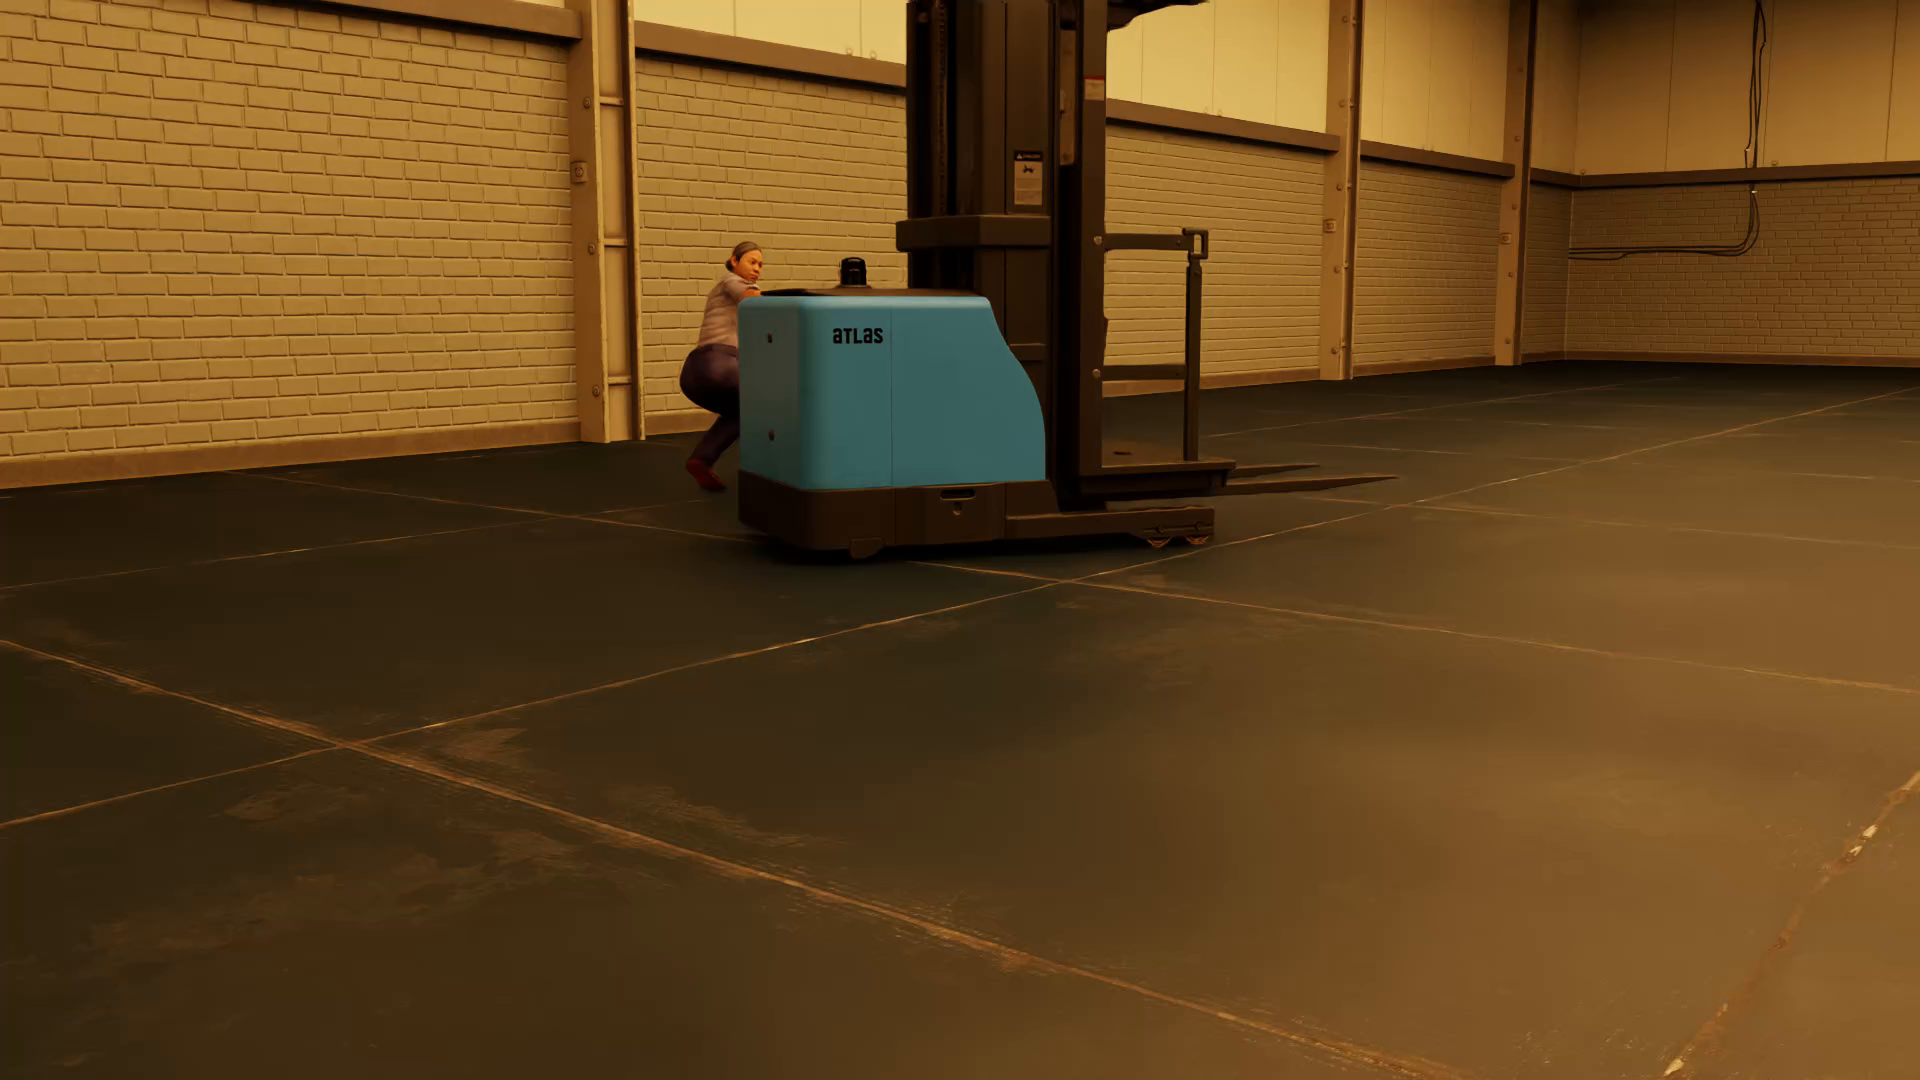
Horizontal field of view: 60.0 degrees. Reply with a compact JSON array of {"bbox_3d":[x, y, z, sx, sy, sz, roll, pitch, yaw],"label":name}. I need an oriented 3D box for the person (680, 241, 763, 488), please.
[{"bbox_3d":[-1.123,-0.951,9.247,0.881,1.401,0.739,-6,10,-37],"label":"person"}]

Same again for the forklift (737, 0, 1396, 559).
[{"bbox_3d":[0.567,-1.490,7.462,3.031,2.935,1.130,-4,9,-24],"label":"forklift"}]
